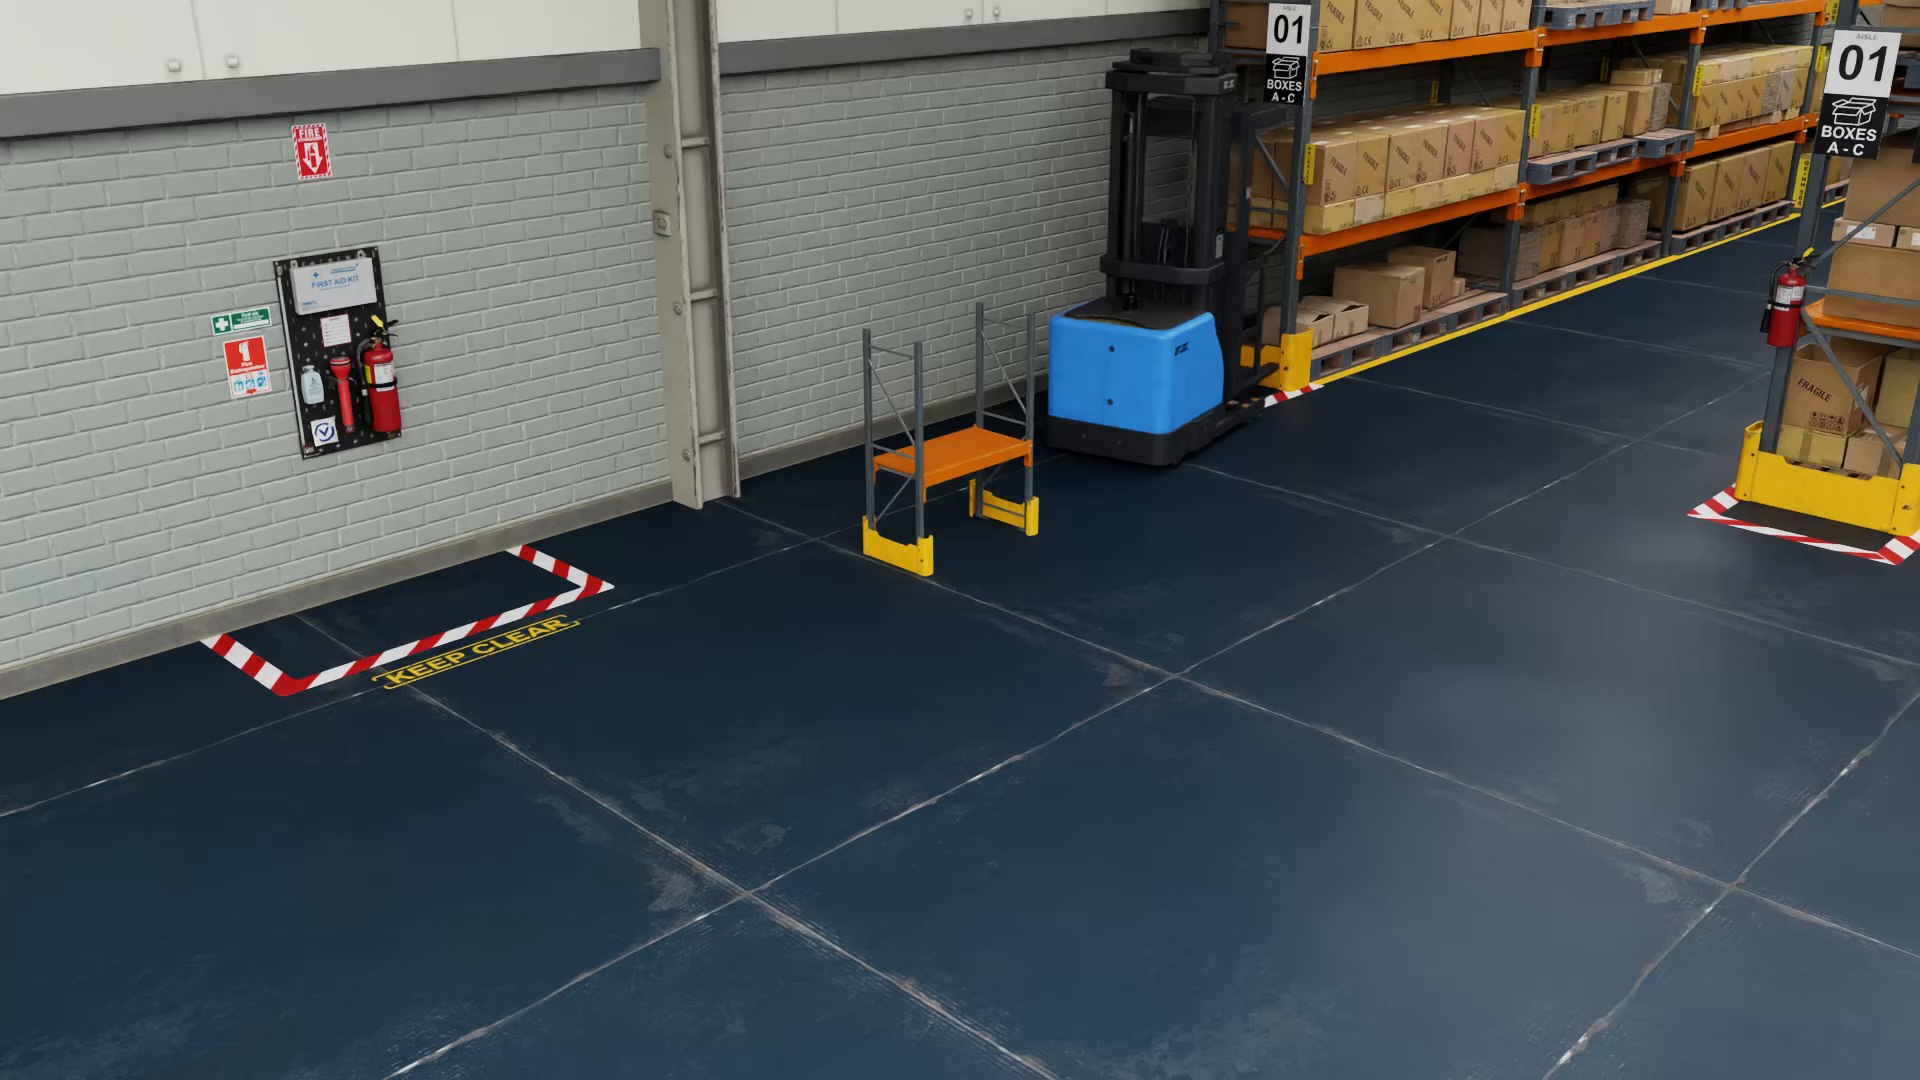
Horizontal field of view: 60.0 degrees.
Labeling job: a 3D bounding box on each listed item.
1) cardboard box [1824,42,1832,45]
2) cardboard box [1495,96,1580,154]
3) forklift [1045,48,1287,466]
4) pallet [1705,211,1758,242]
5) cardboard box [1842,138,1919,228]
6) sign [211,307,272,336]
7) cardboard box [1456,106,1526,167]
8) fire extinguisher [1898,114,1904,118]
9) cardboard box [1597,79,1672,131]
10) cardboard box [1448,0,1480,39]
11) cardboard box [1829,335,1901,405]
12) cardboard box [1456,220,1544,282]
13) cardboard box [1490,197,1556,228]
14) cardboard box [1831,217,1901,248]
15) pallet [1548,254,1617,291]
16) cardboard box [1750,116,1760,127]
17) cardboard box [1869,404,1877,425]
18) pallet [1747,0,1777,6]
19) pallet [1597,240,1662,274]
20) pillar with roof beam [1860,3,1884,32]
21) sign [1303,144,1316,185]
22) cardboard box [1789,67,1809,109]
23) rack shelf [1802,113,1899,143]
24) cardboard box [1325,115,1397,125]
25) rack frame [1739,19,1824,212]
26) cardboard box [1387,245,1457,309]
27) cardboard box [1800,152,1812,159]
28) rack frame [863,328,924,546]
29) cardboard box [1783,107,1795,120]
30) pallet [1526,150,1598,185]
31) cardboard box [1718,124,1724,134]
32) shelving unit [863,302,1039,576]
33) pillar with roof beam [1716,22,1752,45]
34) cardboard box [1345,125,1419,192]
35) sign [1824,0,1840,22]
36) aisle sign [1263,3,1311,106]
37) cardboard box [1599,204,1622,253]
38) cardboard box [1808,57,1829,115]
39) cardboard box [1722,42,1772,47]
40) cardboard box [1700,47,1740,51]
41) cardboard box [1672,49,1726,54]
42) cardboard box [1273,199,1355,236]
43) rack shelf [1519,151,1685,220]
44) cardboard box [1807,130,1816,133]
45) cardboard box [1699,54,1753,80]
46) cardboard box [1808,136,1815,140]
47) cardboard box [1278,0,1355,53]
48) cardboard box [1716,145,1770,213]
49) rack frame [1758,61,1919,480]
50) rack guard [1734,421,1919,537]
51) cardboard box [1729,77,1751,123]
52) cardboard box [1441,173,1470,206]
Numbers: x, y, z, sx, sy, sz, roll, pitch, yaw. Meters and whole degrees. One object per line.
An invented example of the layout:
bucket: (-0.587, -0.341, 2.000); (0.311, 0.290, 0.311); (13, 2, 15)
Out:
cardboard box: (13.318, -6.968, 24.605); (0.700, 0.700, 0.980); (-19, 28, -40)
cardboard box: (6.070, -4.393, 17.571); (0.500, 0.500, 0.700); (-17, 27, -37)
forklift: (1.861, -2.395, 13.220); (1.130, 2.935, 3.031); (13, 24, 30)
pallet: (9.541, -4.100, 21.447); (1.003, 0.211, 1.213); (19, 28, 41)
cardboard box: (6.428, -2.393, 11.171); (0.700, 0.500, 0.500); (19, 28, 41)
sign: (-4.013, -1.224, 9.290); (0.001, 0.109, 0.331); (19, 28, 41)
cardboard box: (5.187, -3.968, 16.352); (0.500, 0.500, 0.500); (19, 28, 41)
fire extinguisher: (14.102, -6.675, 24.887); (0.296, 0.674, 0.183); (19, 28, 41)
cardboard box: (7.765, -5.034, 19.238); (0.700, 0.500, 0.500); (15, 26, 35)
cardboard box: (4.399, -4.863, 15.197); (0.500, 0.500, 0.500); (18, 27, 39)
cardboard box: (6.905, -1.346, 12.597); (0.500, 0.500, 0.500); (19, 28, 41)
cardboard box: (5.797, -3.109, 17.854); (0.500, 0.500, 0.700); (-19, 28, -40)
cardboard box: (6.102, -3.573, 18.016); (0.500, 0.250, 0.500); (19, 28, 40)
cardboard box: (6.187, -2.105, 11.328); (0.380, 0.149, 0.250); (19, 28, 40)
pallet: (6.689, -3.091, 18.823); (1.003, 0.211, 1.213); (19, 28, 41)
cardboard box: (9.925, -5.352, 21.141); (0.380, 0.149, 0.250); (18, 28, 39)
cardboard box: (6.559, -0.866, 12.394); (0.500, 0.250, 0.500); (19, 28, 41)
pallet: (9.275, -6.684, 20.367); (1.213, 0.211, 1.003); (-19, 28, -40)
pallet: (7.540, -3.403, 19.635); (1.003, 0.211, 1.213); (19, 28, 41)
pillar with roof beam: (18.015, -9.595, 23.496); (9.100, 9.000, 0.400); (19, 28, 41)
sign: (2.894, -3.117, 13.797); (0.100, 0.325, 0.005); (19, 28, 41)
cardboard box: (10.735, -5.947, 21.783); (0.500, 0.500, 0.500); (19, 28, 40)
rack shelf: (12.271, -6.112, 23.798); (1.077, 0.370, 4.000); (19, 28, 41)
cardboard box: (3.748, -3.703, 15.664); (0.500, 0.500, 0.500); (-20, 29, -41)
rack frame: (10.876, -5.934, 22.331); (1.000, 3.000, 0.127); (19, 28, 41)
cardboard box: (4.600, -2.639, 16.630); (0.500, 0.500, 0.500); (17, 27, 37)
cardboard box: (11.471, -5.129, 23.138); (0.700, 0.500, 0.500); (20, 29, 41)
rack frame: (-0.414, -0.547, 10.408); (0.500, 1.500, 0.032); (19, 28, 41)
cardboard box: (10.684, -5.597, 21.778); (0.250, 0.149, 0.380); (-20, 28, -41)
pallet: (5.933, -3.948, 17.432); (1.003, 0.211, 1.213); (19, 28, 41)
cardboard box: (9.171, -5.098, 20.480); (0.250, 0.149, 0.380); (-19, 28, -41)
shelving unit: (-0.053, -0.680, 10.755); (0.587, 1.500, 1.083); (19, 28, 41)
pillar with roof beam: (13.829, -8.053, 19.483); (9.100, 9.000, 0.400); (19, 28, 41)
cardboard box: (3.770, -3.442, 14.984); (0.500, 0.500, 0.500); (18, 27, 39)
sign: (5.678, -3.526, 10.762); (0.100, 0.325, 0.005); (19, 28, 41)
aisle sign: (2.670, -3.969, 13.596); (0.394, 0.787, 0.004); (19, 28, 41)
cardboard box: (7.178, -3.643, 19.241); (0.700, 0.500, 0.500); (19, 28, 41)
cardboard box: (11.266, -6.209, 22.630); (0.700, 0.700, 0.980); (-20, 28, -41)
cardboard box: (10.369, -6.425, 21.984); (0.500, 0.250, 0.500); (-19, 28, -40)
cardboard box: (9.662, -6.159, 21.291); (0.500, 0.250, 0.500); (18, 27, 39)
cardboard box: (9.295, -6.026, 20.945); (0.500, 0.250, 0.500); (18, 28, 39)
cardboard box: (3.073, -2.834, 14.449); (0.500, 0.250, 0.500); (18, 28, 39)
rack shelf: (6.691, -4.055, 18.448); (1.077, 0.370, 4.000); (19, 28, 41)
cardboard box: (12.311, -5.845, 24.095); (0.380, 0.149, 0.250); (20, 28, 41)
cardboard box: (9.308, -5.770, 20.279); (0.500, 0.250, 0.500); (20, 28, 41)
cardboard box: (12.205, -5.609, 23.481); (0.380, 0.149, 0.250); (18, 28, 39)
cardboard box: (2.917, -4.328, 13.807); (0.500, 0.500, 0.500); (-19, 28, -41)
cardboard box: (9.898, -4.697, 21.526); (0.750, 0.750, 0.750); (-19, 28, -40)
rack frame: (6.057, -1.610, 11.083); (1.000, 3.000, 0.127); (19, 28, 41)
rack guard: (6.040, -0.437, 11.515); (1.175, 0.500, 0.348); (19, 28, 41)
cardboard box: (9.327, -5.421, 20.415); (0.500, 0.500, 0.500); (19, 28, 40)
cardboard box: (4.489, -3.360, 15.816); (0.500, 0.250, 0.500); (19, 28, 40)
